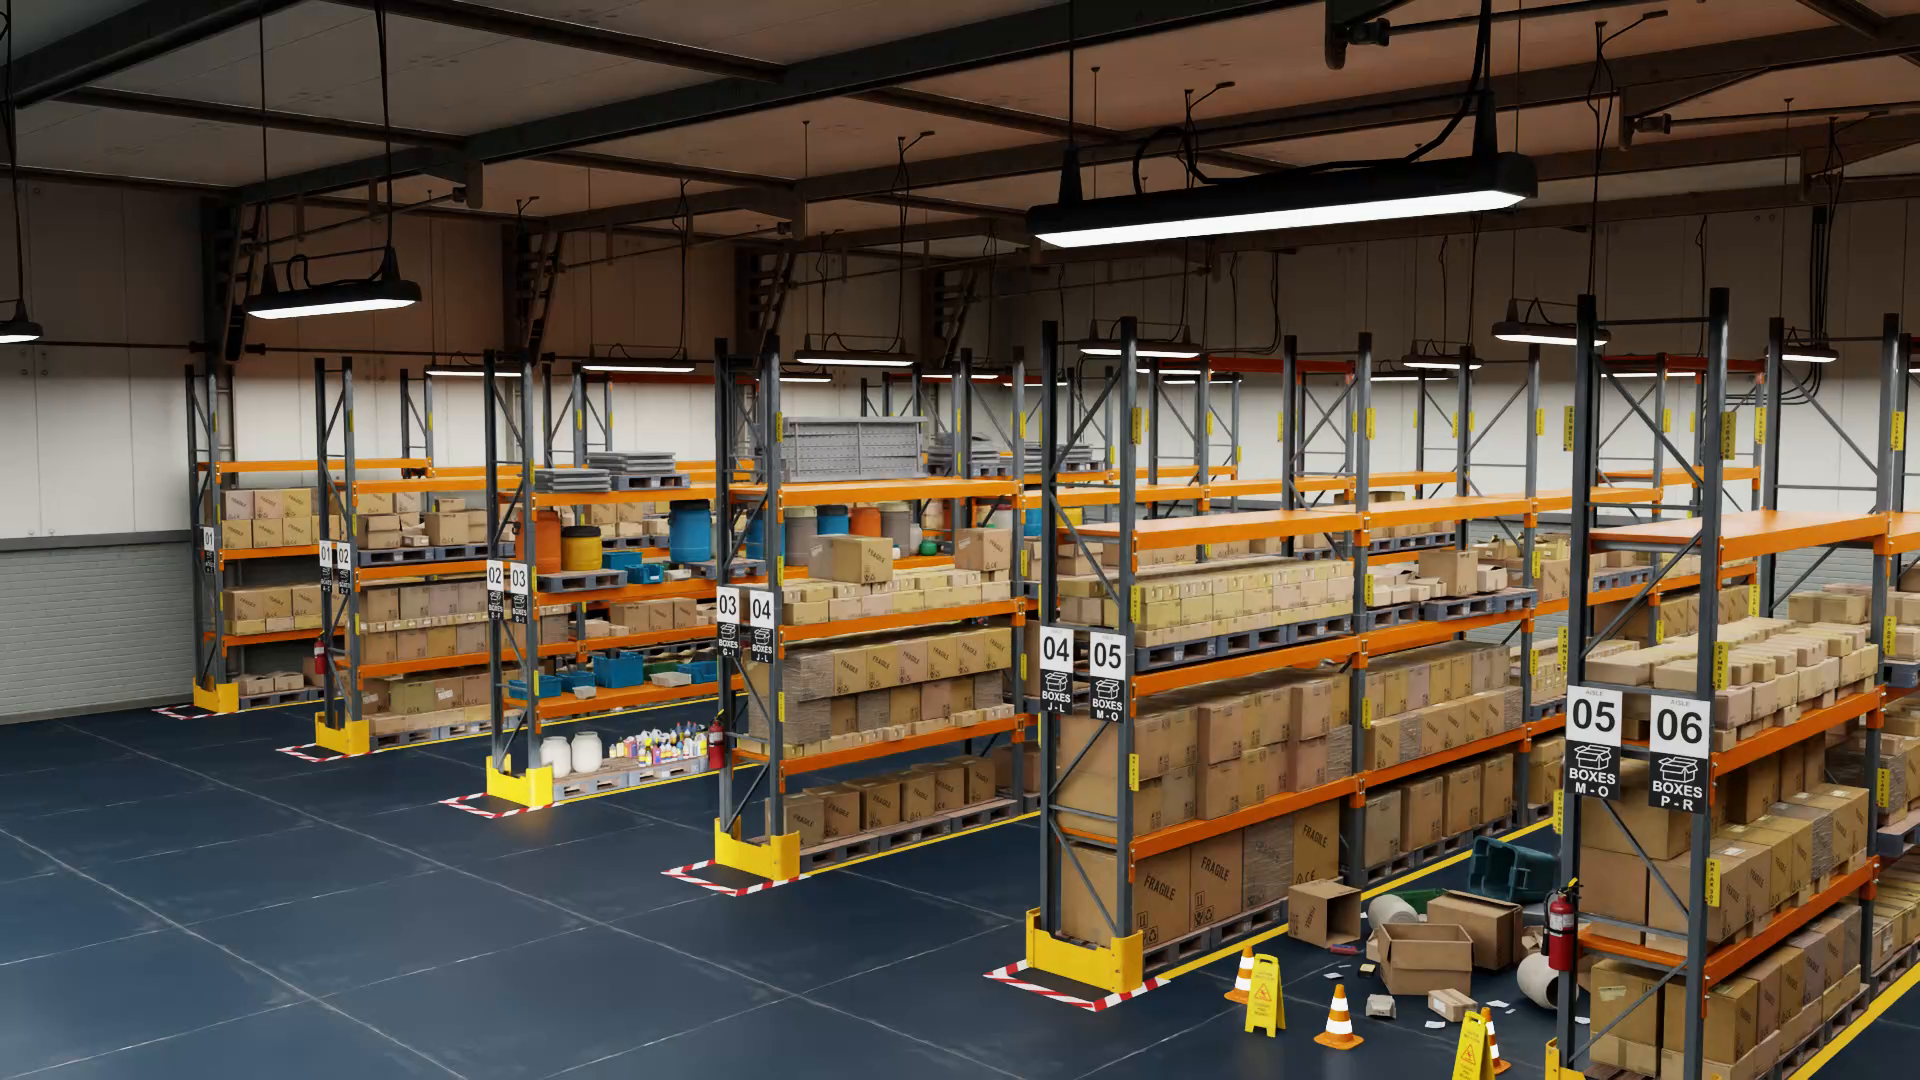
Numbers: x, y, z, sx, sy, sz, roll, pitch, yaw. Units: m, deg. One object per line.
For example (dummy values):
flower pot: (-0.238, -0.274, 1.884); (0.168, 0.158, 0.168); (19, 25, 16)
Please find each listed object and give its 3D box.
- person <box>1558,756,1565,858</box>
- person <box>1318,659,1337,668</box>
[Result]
person: (7.175, 2.914, 19.155); (0.523, 1.578, 0.701); (3, 5, 37)
person: (5.191, 2.503, 23.841); (0.947, 1.619, 0.500); (-3, 5, -33)
